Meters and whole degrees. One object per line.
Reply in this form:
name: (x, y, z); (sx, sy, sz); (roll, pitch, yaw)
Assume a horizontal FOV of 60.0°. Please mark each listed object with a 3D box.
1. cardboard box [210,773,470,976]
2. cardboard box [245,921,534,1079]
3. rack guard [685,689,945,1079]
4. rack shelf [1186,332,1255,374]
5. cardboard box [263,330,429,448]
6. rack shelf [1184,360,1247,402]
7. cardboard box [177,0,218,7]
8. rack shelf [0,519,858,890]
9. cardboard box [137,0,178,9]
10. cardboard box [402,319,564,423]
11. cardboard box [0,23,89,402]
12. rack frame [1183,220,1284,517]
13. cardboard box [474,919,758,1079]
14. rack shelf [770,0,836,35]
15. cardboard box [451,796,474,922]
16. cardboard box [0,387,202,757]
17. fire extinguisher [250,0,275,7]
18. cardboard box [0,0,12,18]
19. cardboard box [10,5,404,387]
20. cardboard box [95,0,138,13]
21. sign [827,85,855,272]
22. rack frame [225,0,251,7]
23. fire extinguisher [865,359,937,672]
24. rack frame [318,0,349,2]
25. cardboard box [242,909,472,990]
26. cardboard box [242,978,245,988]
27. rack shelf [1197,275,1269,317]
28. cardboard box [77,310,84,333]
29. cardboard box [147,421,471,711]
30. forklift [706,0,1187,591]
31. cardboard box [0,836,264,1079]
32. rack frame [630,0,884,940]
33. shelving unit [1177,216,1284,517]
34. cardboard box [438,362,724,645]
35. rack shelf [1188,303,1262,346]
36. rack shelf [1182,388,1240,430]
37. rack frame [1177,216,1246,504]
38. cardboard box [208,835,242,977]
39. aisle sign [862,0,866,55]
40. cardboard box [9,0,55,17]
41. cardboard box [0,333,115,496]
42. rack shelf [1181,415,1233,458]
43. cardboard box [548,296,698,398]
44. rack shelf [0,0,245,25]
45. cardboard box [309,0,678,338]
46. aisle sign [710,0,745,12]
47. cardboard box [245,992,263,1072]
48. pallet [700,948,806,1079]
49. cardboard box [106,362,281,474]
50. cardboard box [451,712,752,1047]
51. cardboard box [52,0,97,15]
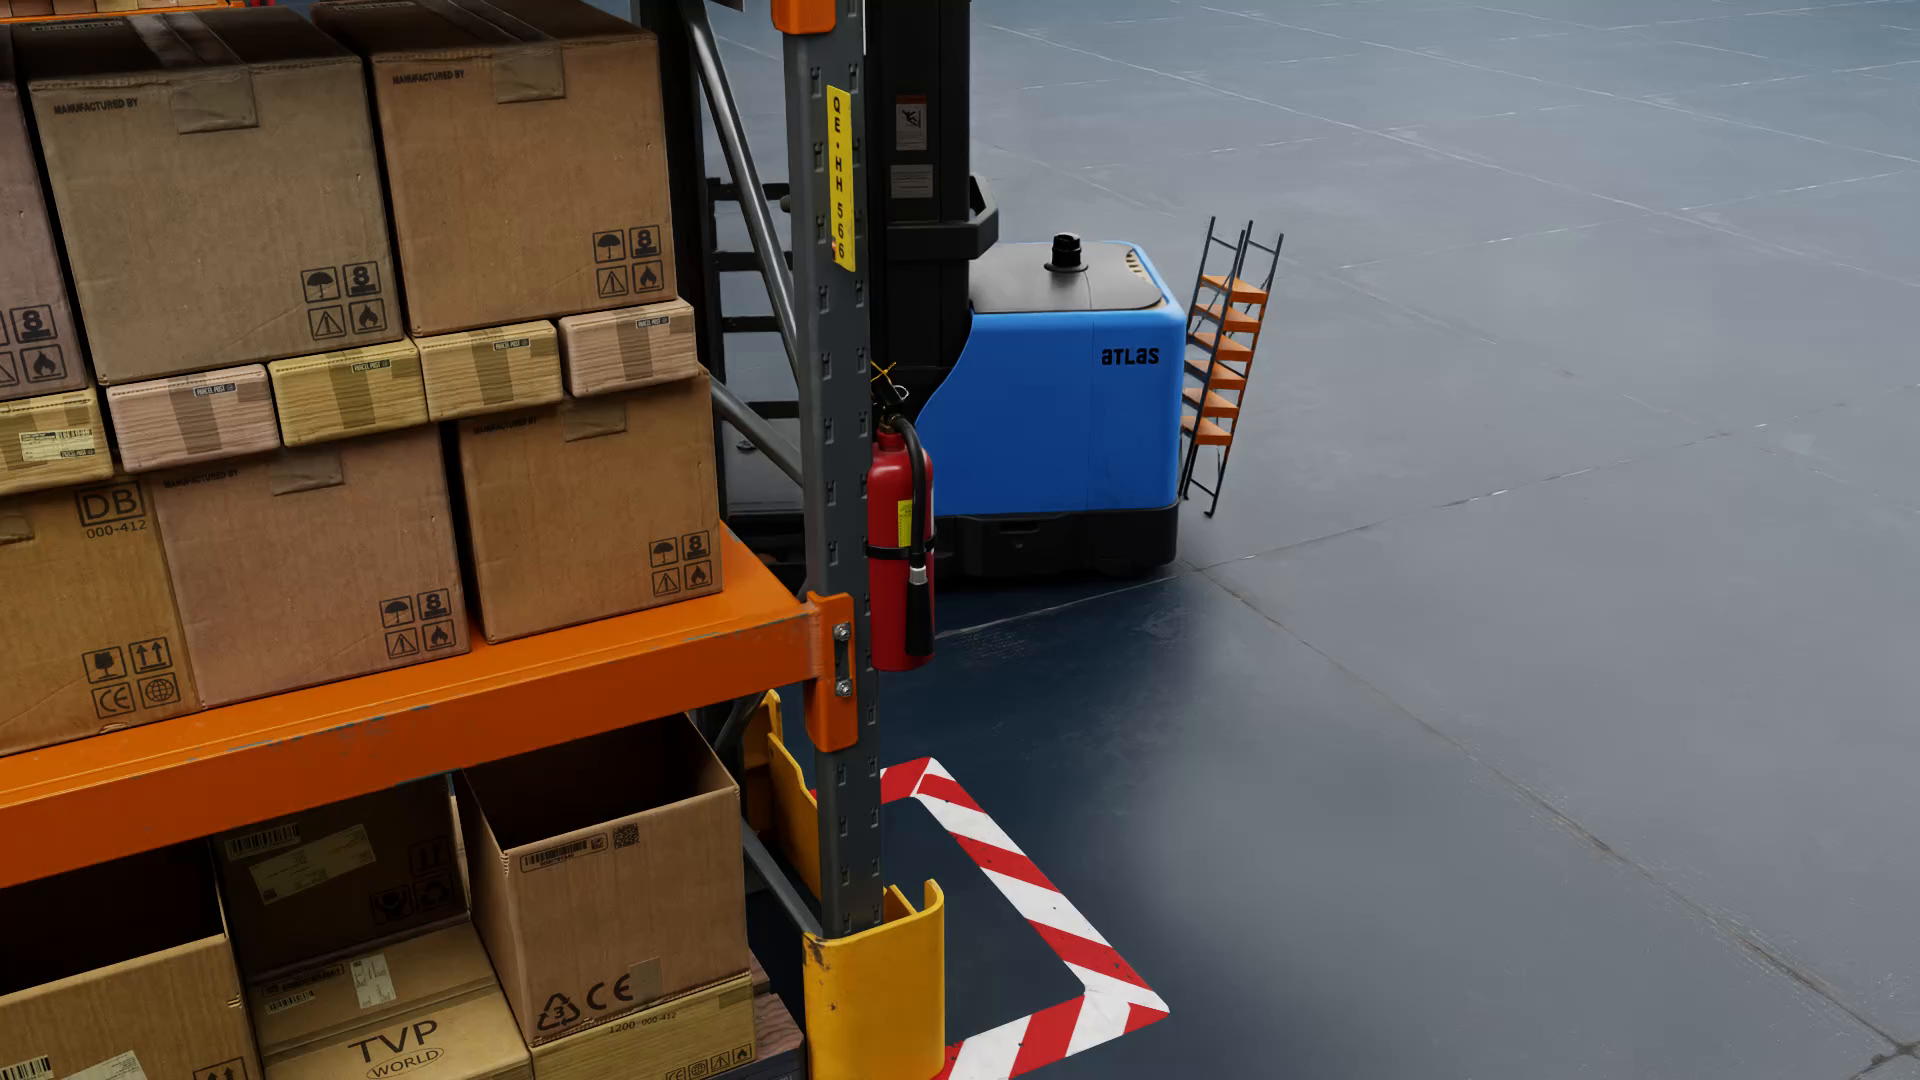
cardboard box: (-1.480, 0.597, 3.867); (0.500, 0.500, 0.500); (-13, 29, -25)
cardboard box: (-1.232, 1.136, 3.609); (0.500, 0.250, 0.500); (-13, 29, -25)
rack guard: (-0.441, 0.880, 4.340); (0.348, 0.500, 1.175); (-13, 29, -25)
rack shelf: (1.046, -0.766, 6.770); (0.180, 0.103, 0.258); (0, 23, -26)
cardboard box: (-1.166, -0.323, 3.092); (0.250, 0.149, 0.380); (-13, 29, -26)
rack shelf: (1.025, -0.655, 6.813); (0.180, 0.103, 0.258); (0, 23, -26)
cardboard box: (-5.275, -3.776, 11.440); (0.250, 0.149, 0.380); (-13, 29, -25)
rack shelf: (-2.227, 0.489, 3.096); (4.000, 0.370, 1.077); (-13, 29, -25)
cardboard box: (-5.496, -3.725, 11.334); (0.250, 0.149, 0.380); (-13, 29, -25)
cardboard box: (-0.940, -0.375, 3.201); (0.250, 0.149, 0.380); (-12, 28, -24)
cardboard box: (-1.833, -0.559, 2.834); (0.500, 0.500, 0.700); (-13, 28, -25)
rack frame: (1.115, -0.696, 6.837); (0.006, 1.200, 0.240); (0, 23, -26)
cardboard box: (-0.796, 1.030, 3.831); (0.500, 0.250, 0.500); (-13, 29, -25)
rack shelf: (-2.227, -0.863, 2.447); (4.000, 0.370, 1.077); (-13, 29, -25)
cardboard box: (-1.040, 0.832, 4.243); (0.500, 0.250, 0.500); (-13, 29, -25)
cardboard box: (-1.782, 0.011, 3.147); (0.500, 0.500, 0.700); (-13, 28, -25)
fire extinguisher: (-4.803, -3.839, 11.369); (0.183, 0.674, 0.296); (-13, 29, -25)
cardboard box: (-6.370, -3.515, 10.896); (0.250, 0.149, 0.380); (-13, 29, -25)
cardboard box: (-1.388, -0.662, 3.049); (0.500, 0.500, 0.700); (-14, 29, -26)
cardboard box: (-5.692, -3.655, 11.187); (0.250, 0.149, 0.380); (-13, 29, -25)
sign: (-0.219, -0.661, 3.049); (0.005, 0.325, 0.100); (-13, 29, -25)
rack frame: (-5.121, -4.026, 11.670); (0.127, 3.000, 1.000); (-13, 29, -25)
fire extinguisher: (-0.139, -0.054, 3.486); (0.183, 0.674, 0.296); (-13, 29, -25)
rack frame: (-2.790, -2.135, 7.730); (0.127, 3.000, 1.000); (-13, 29, -25)
cardboard box: (-1.480, 0.936, 4.028); (0.500, 0.250, 0.500); (-13, 29, -25)
cardboard box: (-1.921, 1.037, 3.816); (0.500, 0.250, 0.500); (-13, 29, -25)
rack shelf: (1.089, -0.986, 6.685); (0.180, 0.103, 0.258); (0, 23, -26)
cardboard box: (-1.820, -0.371, 3.192); (0.250, 0.149, 0.380); (-14, 29, -27)
cardboard box: (-1.341, -0.088, 3.353); (0.500, 0.500, 0.700); (-12, 28, -24)
forklift: (-0.705, -1.330, 6.135); (3.031, 2.935, 1.130); (-2, 26, -4)
cardboard box: (-1.671, 0.902, 3.231); (0.500, 0.500, 0.500); (-13, 29, -25)
rack frame: (-0.462, -0.242, 3.789); (0.127, 3.000, 1.000); (-13, 29, -25)
shelving unit: (1.033, -0.696, 6.797); (0.189, 1.200, 0.258); (0, 23, -26)
cardboard box: (-0.880, -0.197, 3.579); (0.500, 0.500, 0.700); (-13, 29, -25)
rack shelf: (1.067, -0.876, 6.728); (0.180, 0.103, 0.258); (0, 23, -26)
rack shelf: (1.003, -0.545, 6.855); (0.180, 0.103, 0.258); (0, 23, -26)
rack frame: (0.951, -0.697, 6.756); (0.006, 1.200, 0.240); (0, 23, -26)
cardboard box: (-1.916, 0.704, 3.644); (0.500, 0.500, 0.500); (-13, 29, -25)
aisle sign: (-0.266, -1.315, 3.020); (0.004, 0.787, 0.394); (-13, 29, -25)
cardboard box: (-6.160, -3.575, 11.020); (0.250, 0.149, 0.380); (-13, 29, -25)
cardboard box: (-1.620, -0.219, 2.876); (0.250, 0.149, 0.380); (-12, 28, -24)
rack shelf: (0.982, -0.435, 6.897); (0.180, 0.103, 0.258); (0, 23, -26)
cardboard box: (-0.710, -0.429, 3.313); (0.250, 0.149, 0.380); (-14, 29, -26)
rack shelf: (-6.885, -3.295, 10.978); (4.000, 0.370, 1.077); (-13, 29, -25)
cardboard box: (-0.927, -0.771, 3.276); (0.500, 0.500, 0.700); (-13, 29, -25)
aisle sign: (-0.548, -1.544, 3.498); (0.004, 0.787, 0.394); (-13, 29, -25)
cardboard box: (-1.672, 1.239, 3.395); (0.500, 0.250, 0.500); (-13, 29, -25)
pallet: (-1.117, 1.187, 4.035); (1.213, 0.211, 1.003); (-13, 29, -25)
cardboard box: (-1.389, -0.273, 2.987); (0.250, 0.149, 0.380); (-13, 28, -24)
cardboard box: (-0.795, 0.693, 3.667); (0.500, 0.500, 0.500); (-13, 29, -25)
cardboard box: (-5.920, -3.610, 11.093); (0.250, 0.149, 0.380); (-13, 29, -25)
